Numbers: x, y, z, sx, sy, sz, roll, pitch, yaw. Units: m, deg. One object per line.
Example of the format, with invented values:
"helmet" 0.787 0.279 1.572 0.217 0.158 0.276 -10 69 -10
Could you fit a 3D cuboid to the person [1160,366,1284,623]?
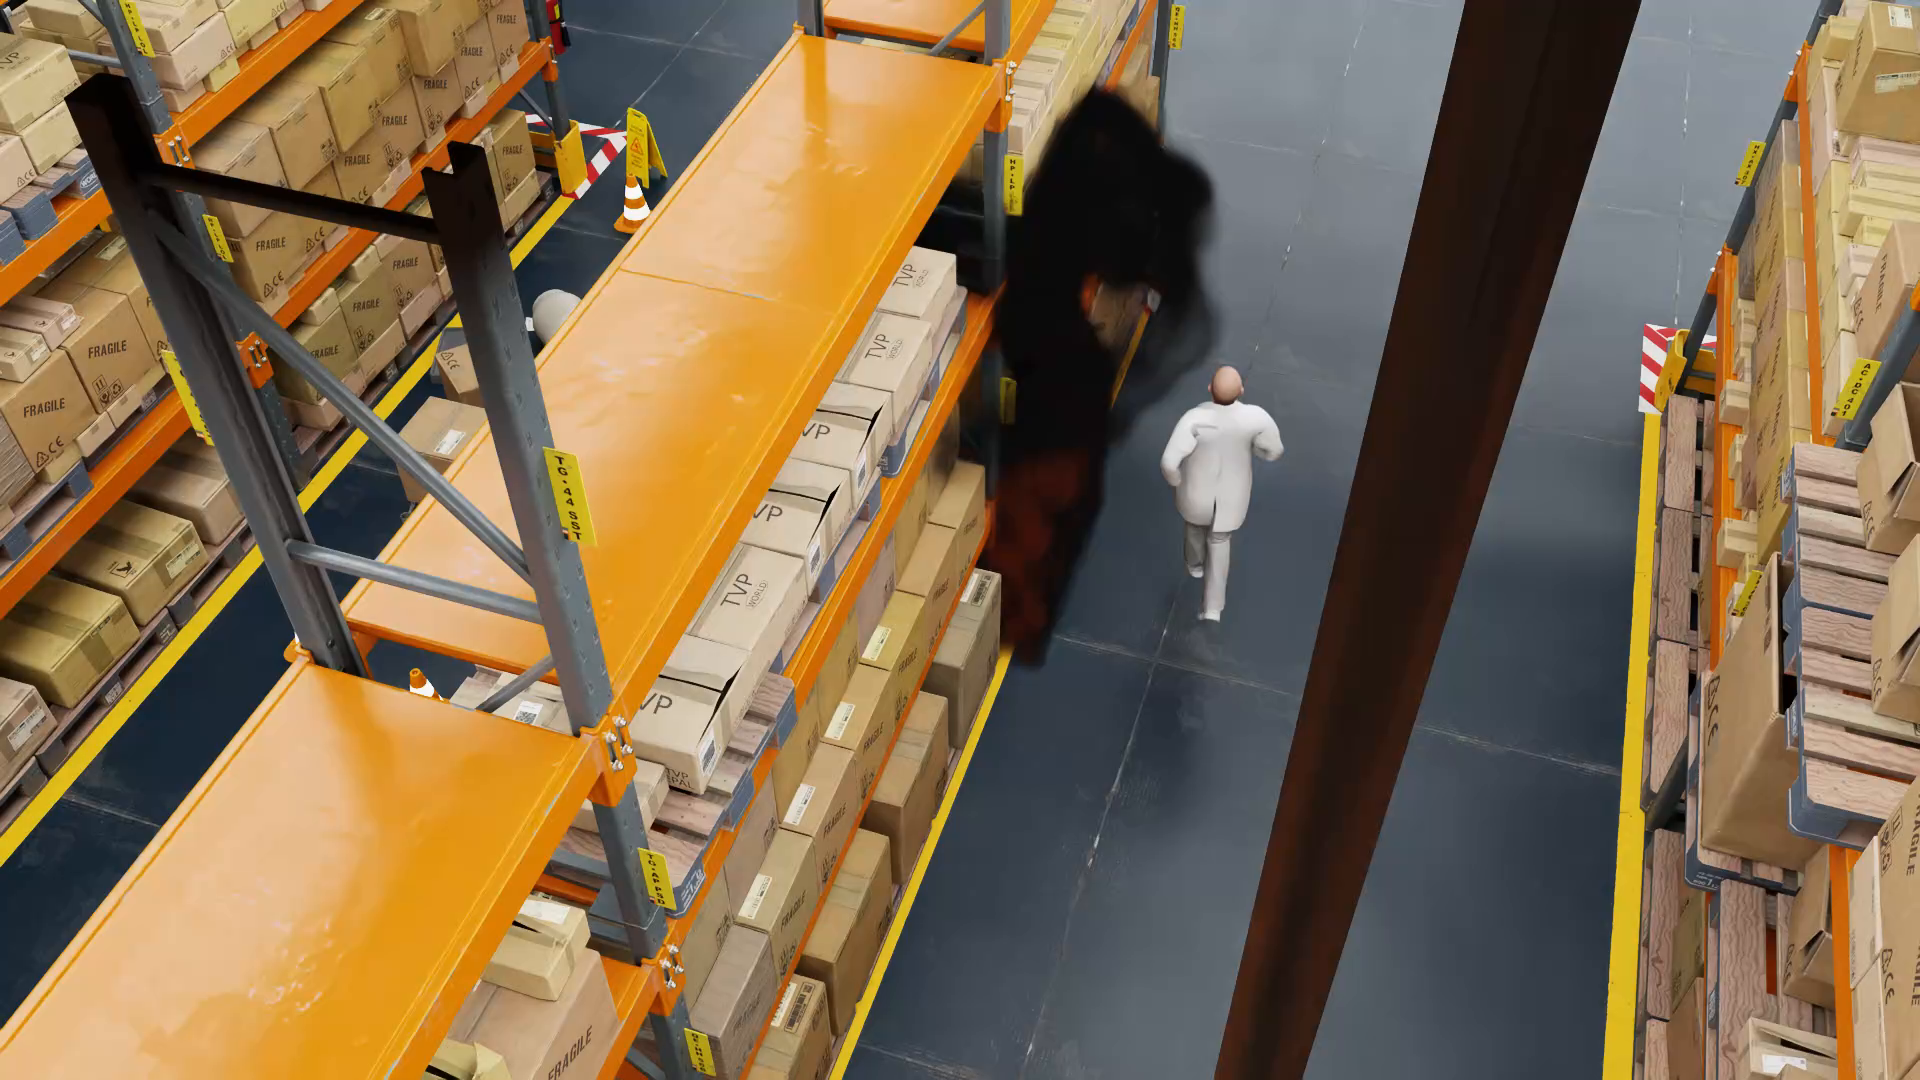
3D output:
"person" 1.499 -0.294 9.798 0.712 1.813 0.894 3 46 3
